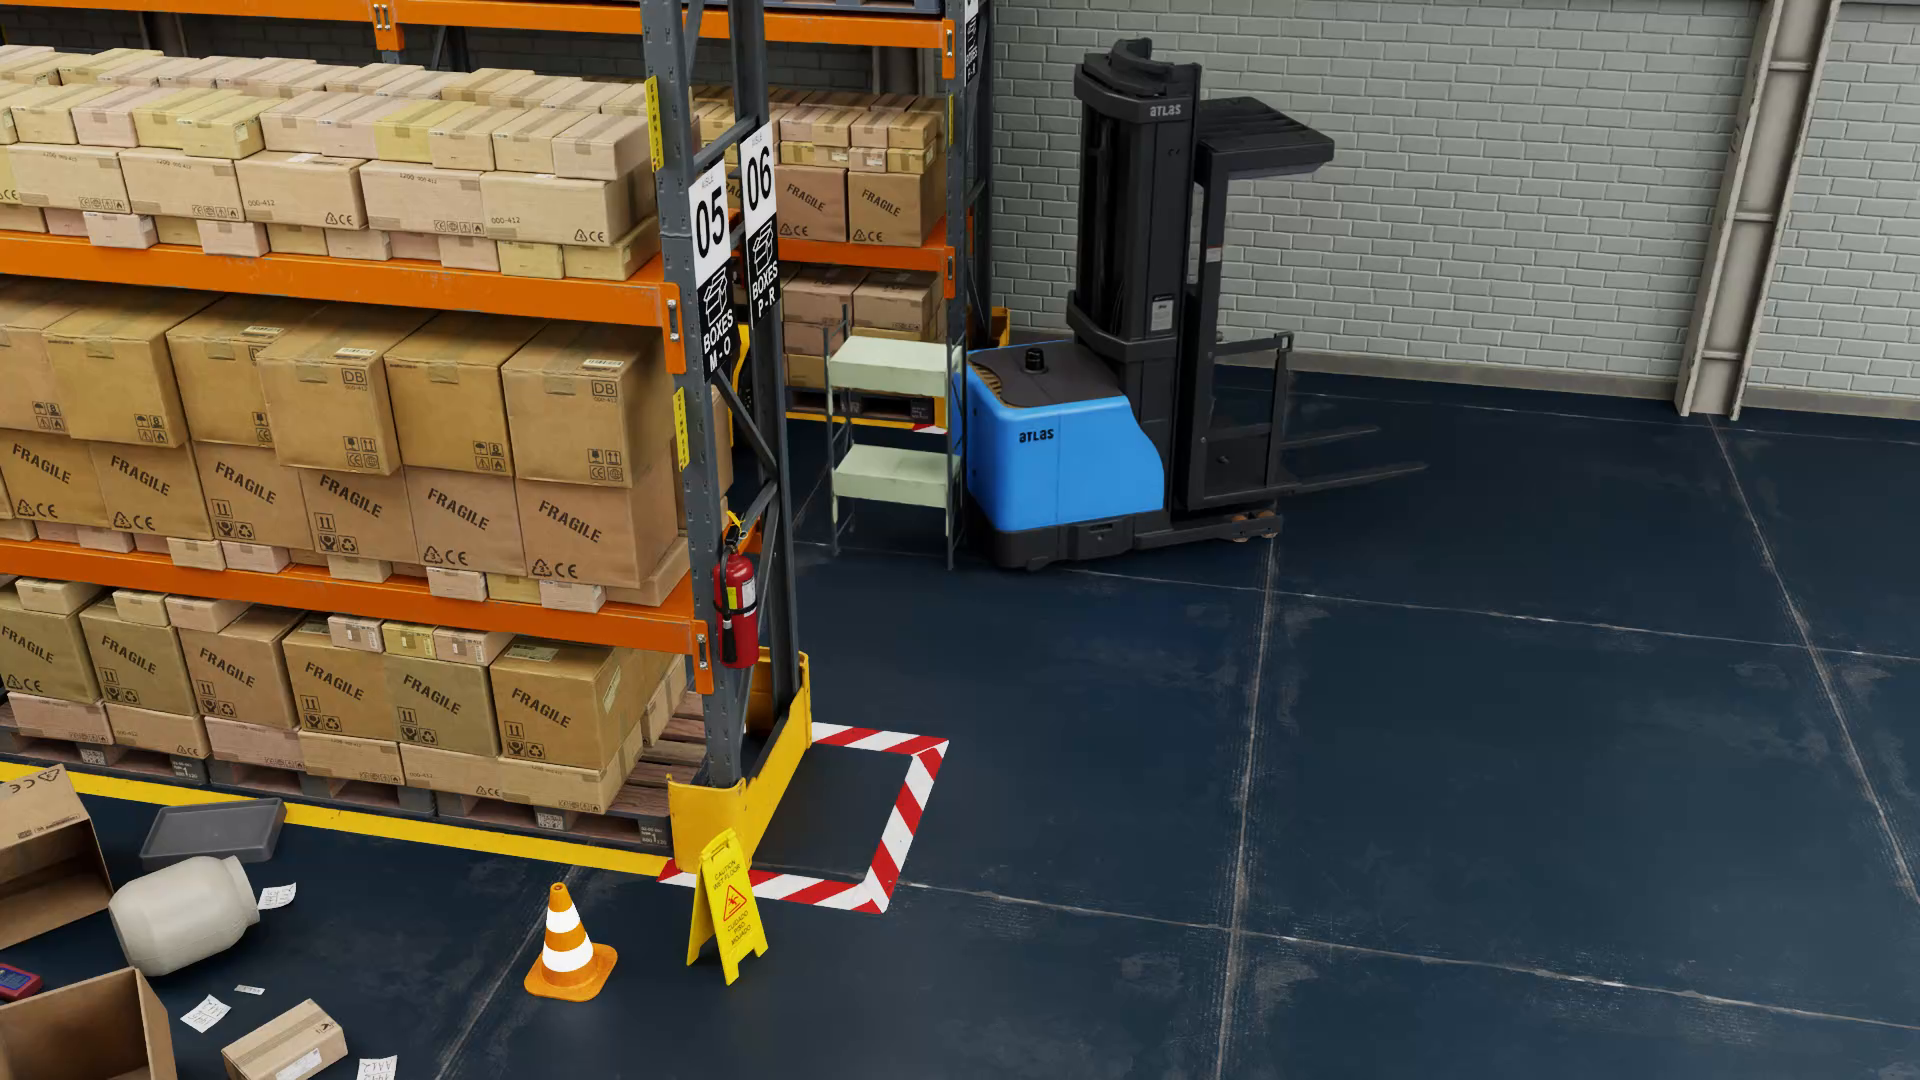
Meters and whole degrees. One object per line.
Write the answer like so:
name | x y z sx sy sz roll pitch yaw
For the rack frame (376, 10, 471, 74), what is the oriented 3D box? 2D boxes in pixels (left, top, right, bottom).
rack frame | -3.840 -2.779 12.365 0.127 3.000 1.000 6 29 11

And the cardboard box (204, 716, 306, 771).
cardboard box | -3.308 0.860 8.143 0.500 0.250 0.500 5 29 10

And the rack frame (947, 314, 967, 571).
rack frame | -0.016 -0.564 9.881 0.023 1.500 0.400 7 29 12

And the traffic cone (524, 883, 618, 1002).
traffic cone | -1.651 1.629 6.955 0.334 0.463 0.336 6 29 11

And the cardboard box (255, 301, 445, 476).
cardboard box | -2.520 -0.665 7.049 0.500 0.500 0.700 6 29 10

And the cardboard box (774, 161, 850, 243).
cardboard box | -0.970 -2.404 11.576 0.500 0.500 0.500 7 29 12

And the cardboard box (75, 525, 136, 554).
cardboard box | -3.873 -0.101 7.734 0.250 0.149 0.380 7 29 12

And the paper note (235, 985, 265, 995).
paper note | -2.974 1.883 6.962 0.123 0.001 0.032 6 29 11

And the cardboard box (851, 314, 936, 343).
cardboard box | -0.469 -1.478 11.893 0.500 0.250 0.500 5 29 10

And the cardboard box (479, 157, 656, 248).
cardboard box | -1.518 -1.352 6.481 0.500 0.250 0.500 5 29 10

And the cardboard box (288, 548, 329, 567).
cardboard box | -2.862 -0.036 7.616 0.250 0.149 0.380 6 29 11

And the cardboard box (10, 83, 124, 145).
cardboard box | -3.612 -1.735 6.765 0.250 0.149 0.380 5 29 9

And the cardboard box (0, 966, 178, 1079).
cardboard box | -3.207 2.061 6.123 0.637 0.503 0.797 -14 32 -24

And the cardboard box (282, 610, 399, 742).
cardboard box | -2.802 0.584 7.867 0.500 0.500 0.500 5 29 9

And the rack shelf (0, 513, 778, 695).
rack shelf | -2.917 0.068 7.913 4.000 0.370 1.077 6 29 11

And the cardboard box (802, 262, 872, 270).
cardboard box | -0.848 -1.980 12.290 0.500 0.250 0.500 6 29 11

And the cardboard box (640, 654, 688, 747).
cardboard box | -1.692 0.764 8.318 0.500 0.250 0.500 6 29 10

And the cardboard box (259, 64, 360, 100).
cardboard box | -2.748 -1.901 7.068 0.250 0.149 0.380 6 29 12

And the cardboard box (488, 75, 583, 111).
cardboard box | -1.747 -1.805 6.893 0.250 0.149 0.380 6 29 11

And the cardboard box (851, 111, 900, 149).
cardboard box | -0.570 -2.784 11.284 0.250 0.149 0.380 6 29 11

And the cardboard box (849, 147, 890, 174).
cardboard box | -0.582 -2.621 11.297 0.250 0.149 0.380 6 29 11

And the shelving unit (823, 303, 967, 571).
shelving unit | -0.371 -0.607 9.959 0.755 1.500 0.431 7 29 12

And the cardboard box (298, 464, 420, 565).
cardboard box | -2.527 -0.250 7.332 0.500 0.500 0.500 6 29 10

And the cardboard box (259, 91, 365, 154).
cardboard box | -2.576 -1.674 6.654 0.250 0.149 0.380 5 29 9

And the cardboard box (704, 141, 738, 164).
cardboard box | -1.585 -2.727 11.490 0.250 0.149 0.380 6 29 11

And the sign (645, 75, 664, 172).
sign | -1.097 -1.492 5.968 0.005 0.325 0.100 6 29 11

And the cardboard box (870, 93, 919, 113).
cardboard box | -0.459 -3.027 11.728 0.250 0.149 0.380 7 29 12

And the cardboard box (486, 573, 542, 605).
cardboard box | -1.889 0.117 7.336 0.250 0.149 0.380 5 29 10

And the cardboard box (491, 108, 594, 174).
cardboard box | -1.598 -1.541 6.411 0.250 0.149 0.380 6 29 11

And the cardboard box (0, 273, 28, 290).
cardboard box | -4.488 -0.915 7.504 0.500 0.500 0.700 6 29 10

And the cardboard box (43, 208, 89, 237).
cardboard box | -3.614 -1.406 6.994 0.250 0.149 0.380 5 29 9

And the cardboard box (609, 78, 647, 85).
cardboard box | -2.459 -3.252 12.139 0.250 0.149 0.380 5 29 10

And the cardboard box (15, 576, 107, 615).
cardboard box | -4.243 0.187 7.916 0.250 0.149 0.380 6 29 11

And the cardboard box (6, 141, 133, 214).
cardboard box | -3.506 -1.552 6.846 0.500 0.250 0.500 6 29 11

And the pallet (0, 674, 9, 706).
pallet | -5.635 0.698 8.917 1.213 0.211 1.003 6 29 11

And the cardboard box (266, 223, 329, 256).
cardboard box | -2.615 -1.298 6.798 0.250 0.149 0.380 5 29 9

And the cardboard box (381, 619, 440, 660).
cardboard box | -2.417 0.372 7.579 0.250 0.149 0.380 6 29 11

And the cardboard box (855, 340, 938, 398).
cardboard box | -0.454 -1.255 12.007 0.500 0.250 0.500 6 29 11

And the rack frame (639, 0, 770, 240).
rack frame | -0.961 -2.678 5.933 0.127 3.000 1.000 6 29 11

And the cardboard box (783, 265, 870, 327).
cardboard box | -0.944 -1.743 11.857 0.500 0.250 0.500 6 29 11

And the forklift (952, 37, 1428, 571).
forklift | 1.509 -1.502 10.103 3.031 2.935 1.130 -9 30 -15

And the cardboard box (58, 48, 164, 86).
cardboard box | -3.730 -2.051 7.343 0.250 0.149 0.380 7 29 12

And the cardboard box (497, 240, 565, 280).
cardboard box | -1.618 -1.166 6.557 0.250 0.149 0.380 6 29 11

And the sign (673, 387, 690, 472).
sign | -1.097 -0.435 6.547 0.005 0.325 0.100 6 29 11

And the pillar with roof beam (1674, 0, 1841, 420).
pillar with roof beam | 4.548 -2.879 6.300 0.400 9.000 9.100 6 29 11

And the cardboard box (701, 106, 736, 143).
cardboard box | -1.592 -2.855 11.414 0.250 0.149 0.380 6 29 12

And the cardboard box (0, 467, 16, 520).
cardboard box | -4.501 -0.447 7.691 0.500 0.500 0.500 6 29 10

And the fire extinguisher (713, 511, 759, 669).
fire extinguisher | -0.945 0.215 6.976 0.183 0.674 0.296 6 29 11

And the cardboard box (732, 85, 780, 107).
cardboard box | -1.460 -3.152 11.957 0.250 0.149 0.380 5 29 9
